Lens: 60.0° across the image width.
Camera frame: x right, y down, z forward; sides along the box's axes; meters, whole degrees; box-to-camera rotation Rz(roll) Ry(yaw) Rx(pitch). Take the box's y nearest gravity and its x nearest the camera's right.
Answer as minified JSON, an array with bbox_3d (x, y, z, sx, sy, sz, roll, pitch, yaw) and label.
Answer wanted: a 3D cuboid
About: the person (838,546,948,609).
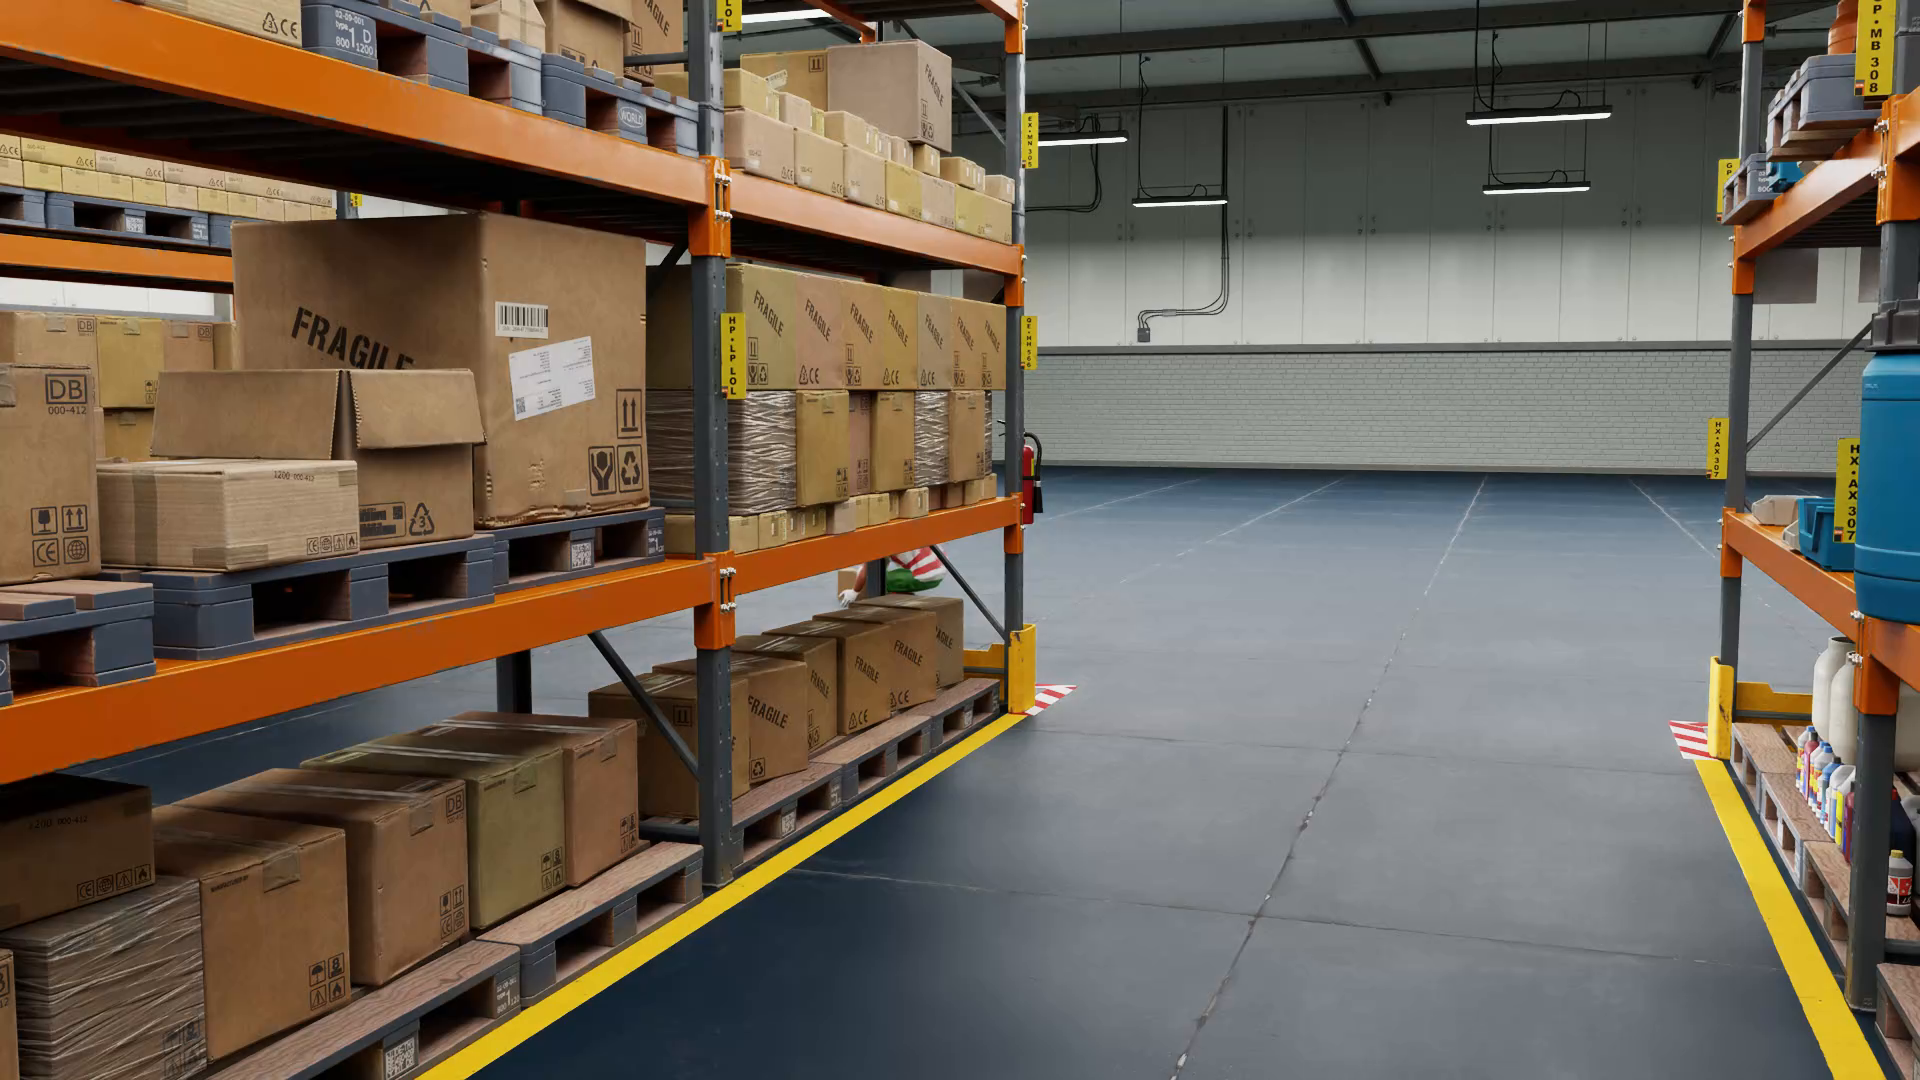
[{"bbox_3d":[-0.560,0.219,13.860,0.865,0.991,0.570,2,5,19],"label":"person"}]
